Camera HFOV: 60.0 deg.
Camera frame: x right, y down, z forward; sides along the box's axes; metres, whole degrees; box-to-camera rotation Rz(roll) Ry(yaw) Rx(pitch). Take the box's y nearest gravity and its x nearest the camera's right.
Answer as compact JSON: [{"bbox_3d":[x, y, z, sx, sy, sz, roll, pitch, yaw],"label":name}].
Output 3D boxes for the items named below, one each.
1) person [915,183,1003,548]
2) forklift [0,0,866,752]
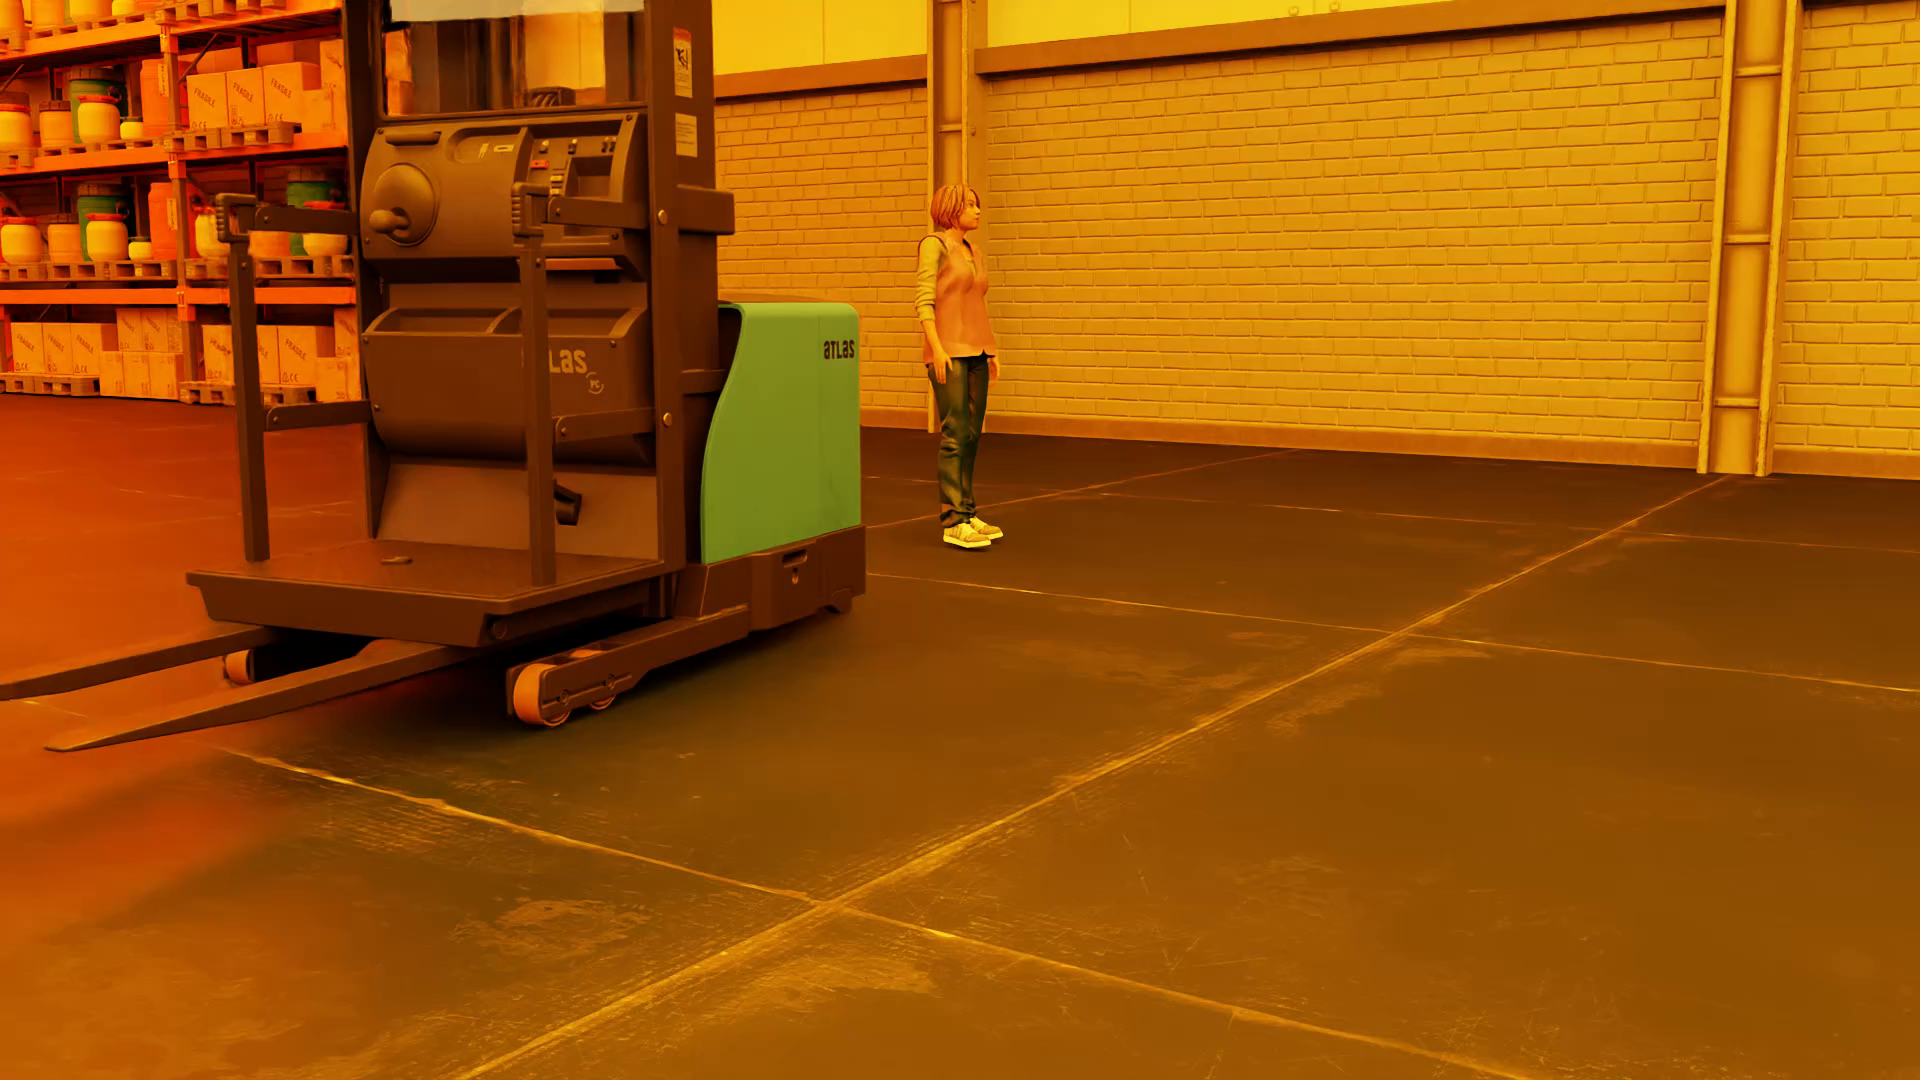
[{"bbox_3d":[0.054,-0.791,7.437,0.473,1.599,0.520,5,10,34],"label":"person"},{"bbox_3d":[-1.399,-1.042,4.517,1.130,2.935,3.031,4,9,24],"label":"forklift"}]
